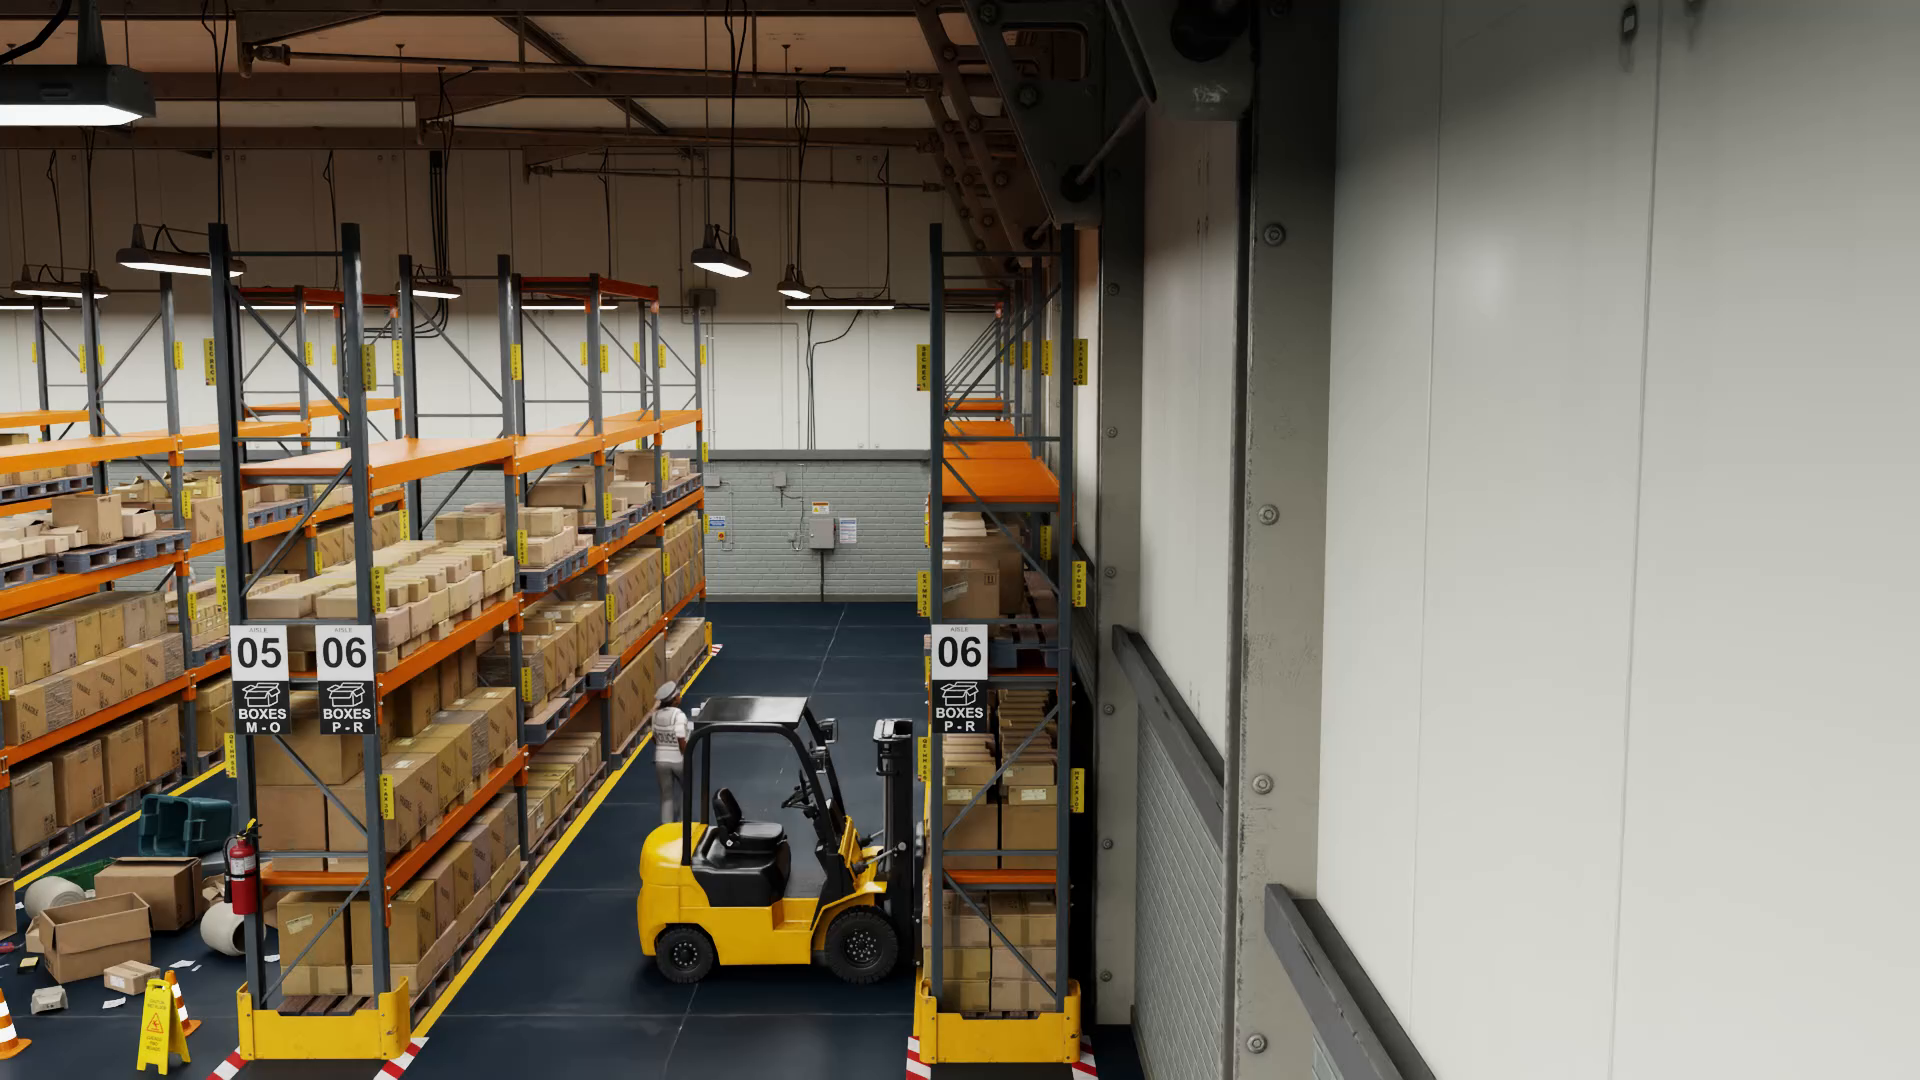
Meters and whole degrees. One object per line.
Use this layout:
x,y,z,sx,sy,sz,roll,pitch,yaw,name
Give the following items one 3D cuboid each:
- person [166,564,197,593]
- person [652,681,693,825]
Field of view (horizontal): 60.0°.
-13.346,1.004,28.549,0.497,1.660,0.520,-5,8,-34,person
-2.925,2.297,16.928,0.443,1.736,0.778,0,7,-1,person
